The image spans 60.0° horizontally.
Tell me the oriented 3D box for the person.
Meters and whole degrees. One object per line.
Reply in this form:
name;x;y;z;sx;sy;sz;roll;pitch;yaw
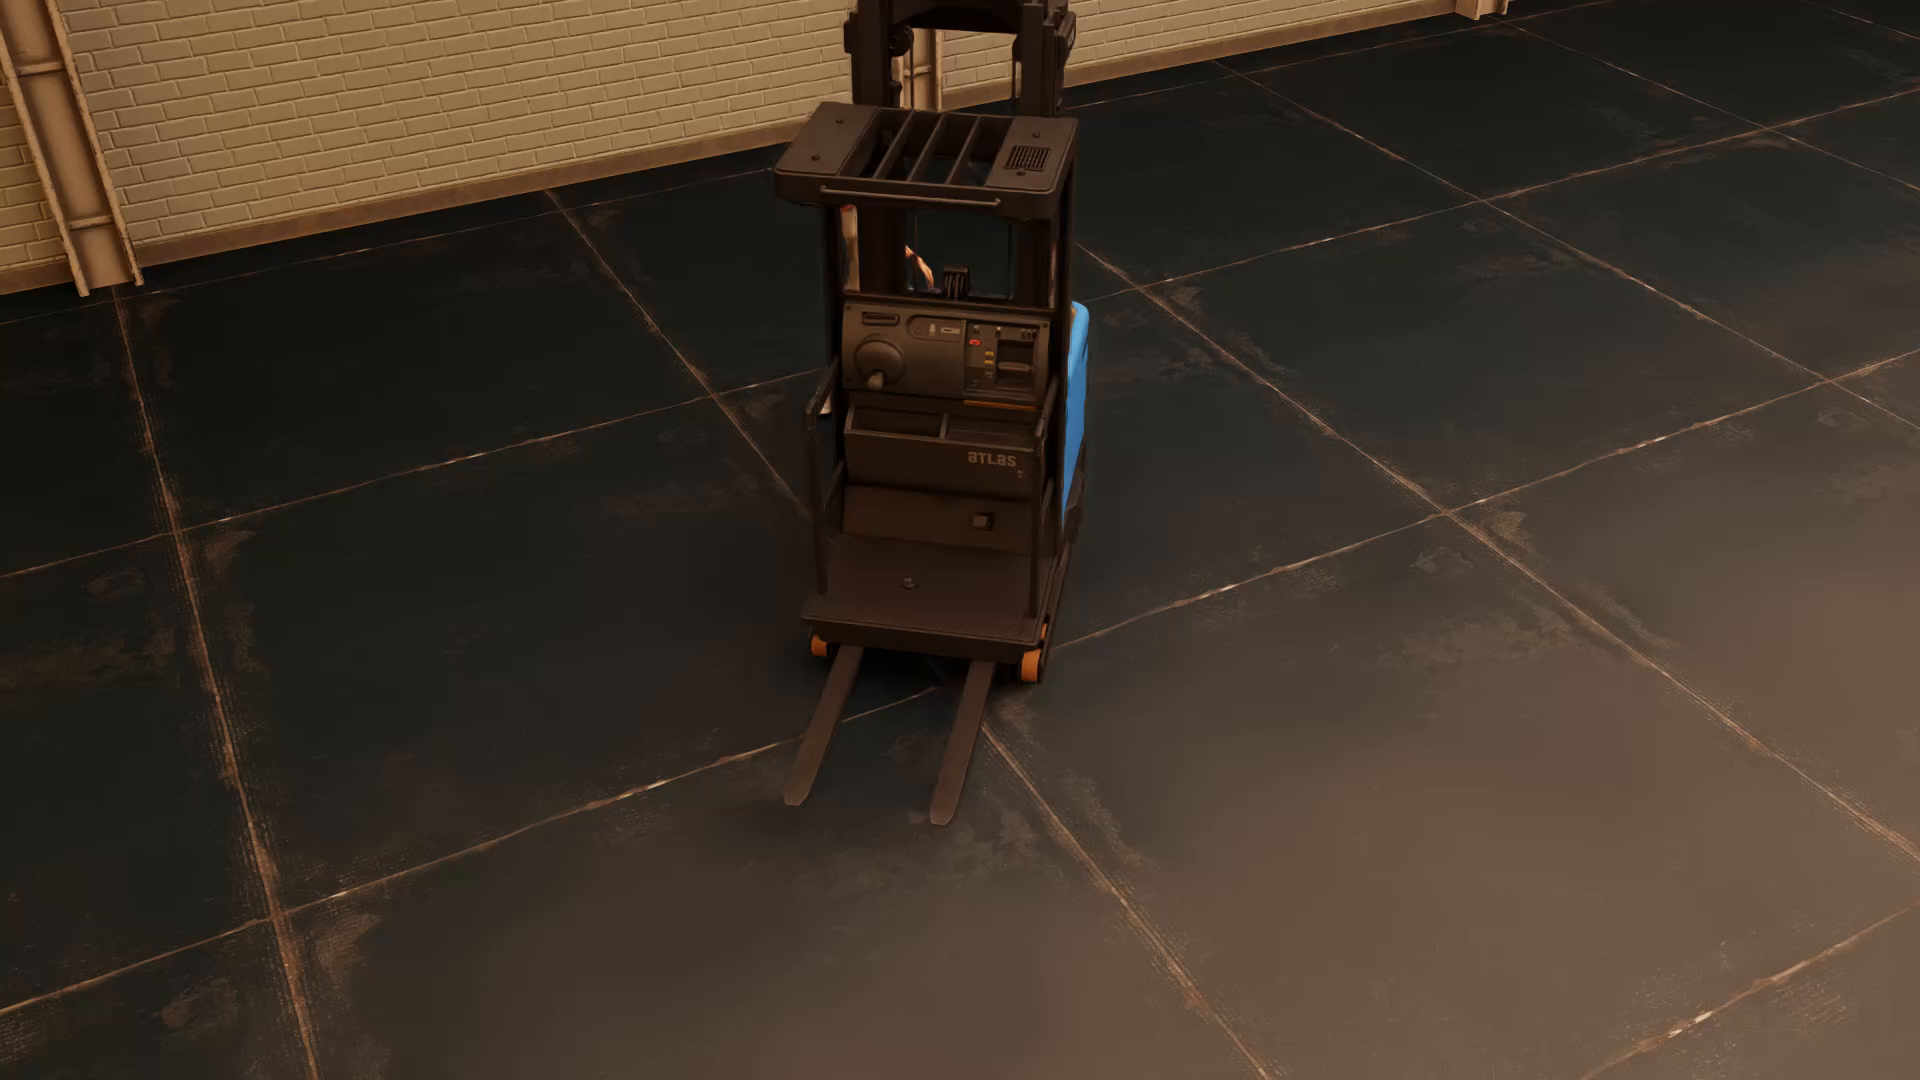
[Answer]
person;-0.445;-1.343;9.187;0.708;1.586;0.632;-13;37;-17

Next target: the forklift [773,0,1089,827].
forklift;-0.104;-0.765;7.205;1.130;2.935;3.031;6;36;9
